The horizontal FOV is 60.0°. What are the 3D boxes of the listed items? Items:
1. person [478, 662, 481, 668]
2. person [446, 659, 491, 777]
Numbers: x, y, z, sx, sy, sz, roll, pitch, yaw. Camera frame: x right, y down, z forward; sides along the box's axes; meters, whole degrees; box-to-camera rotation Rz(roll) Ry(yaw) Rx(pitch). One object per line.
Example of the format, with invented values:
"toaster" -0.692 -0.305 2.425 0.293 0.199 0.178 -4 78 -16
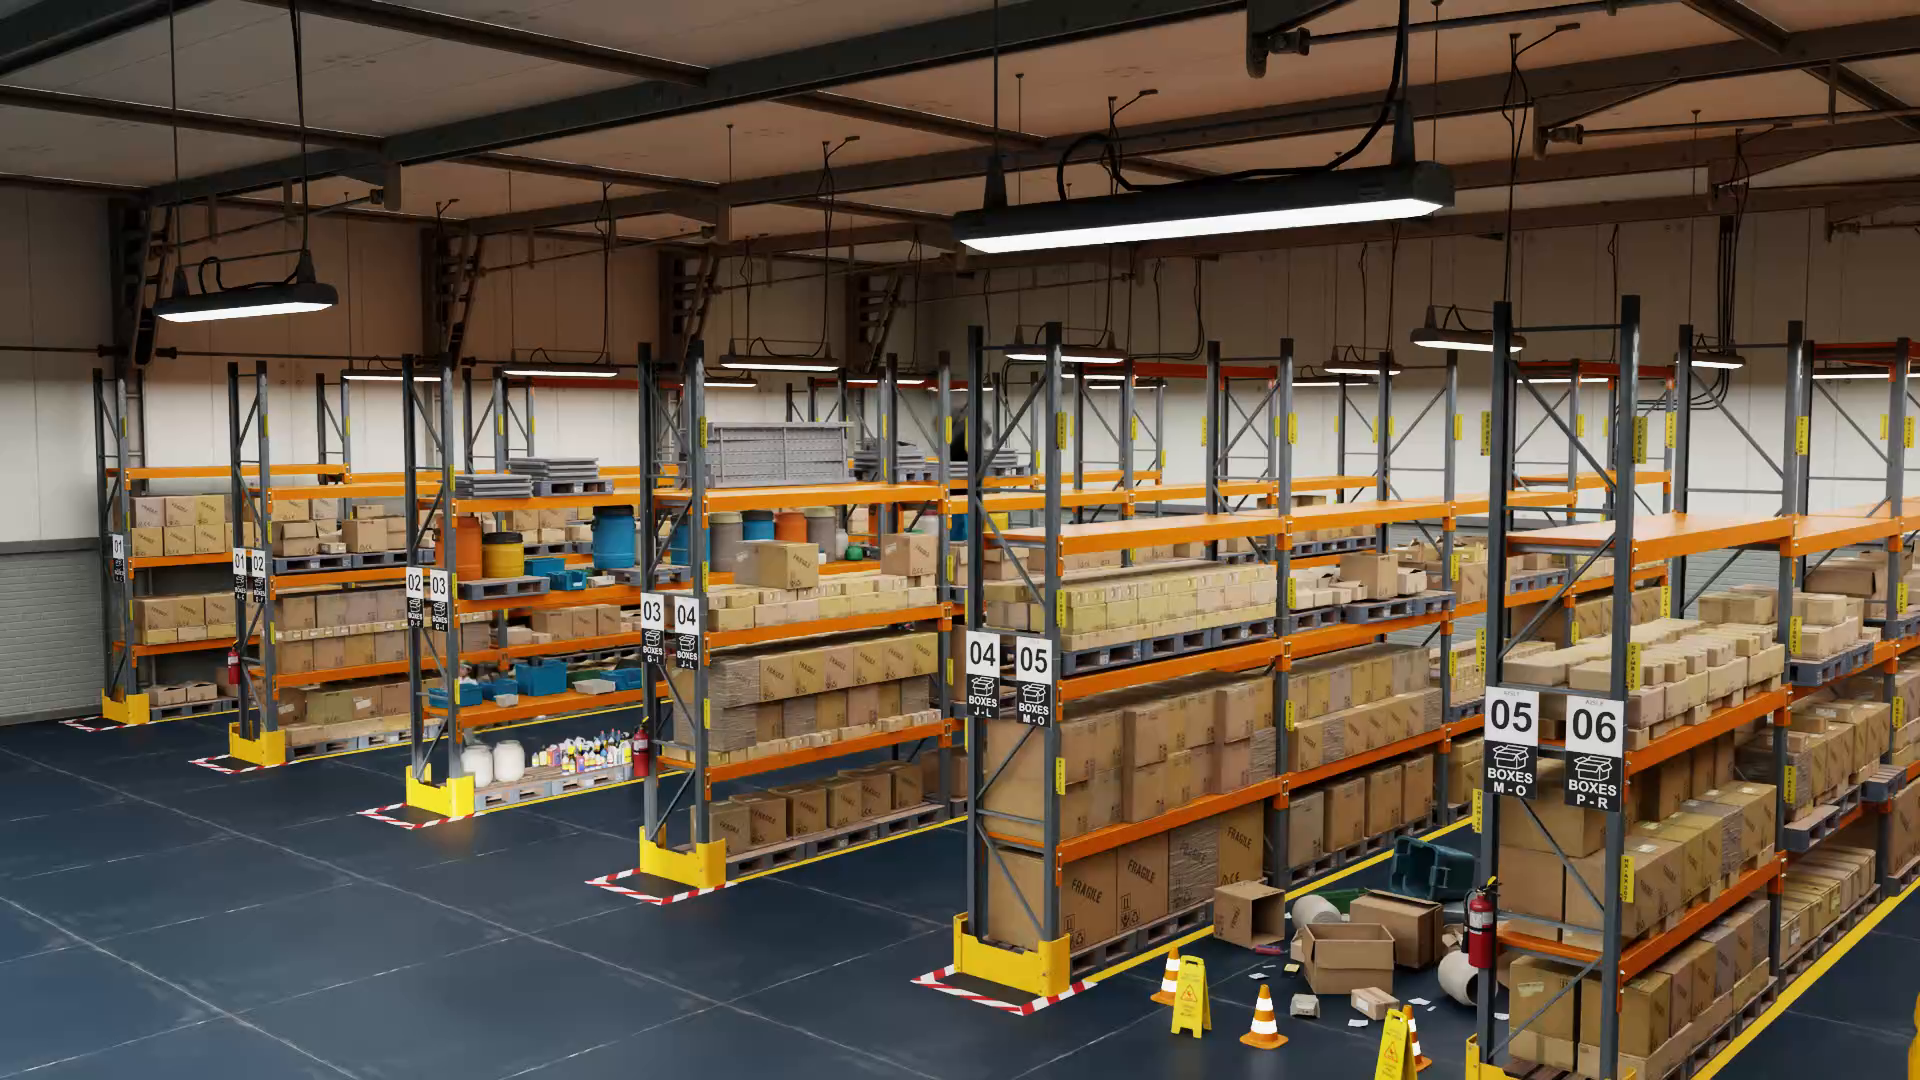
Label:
"person" -8.734 2.166 29.689 0.560 1.622 0.578 3 5 37
"person" -7.189 2.552 24.148 0.626 1.665 0.808 2 5 23
